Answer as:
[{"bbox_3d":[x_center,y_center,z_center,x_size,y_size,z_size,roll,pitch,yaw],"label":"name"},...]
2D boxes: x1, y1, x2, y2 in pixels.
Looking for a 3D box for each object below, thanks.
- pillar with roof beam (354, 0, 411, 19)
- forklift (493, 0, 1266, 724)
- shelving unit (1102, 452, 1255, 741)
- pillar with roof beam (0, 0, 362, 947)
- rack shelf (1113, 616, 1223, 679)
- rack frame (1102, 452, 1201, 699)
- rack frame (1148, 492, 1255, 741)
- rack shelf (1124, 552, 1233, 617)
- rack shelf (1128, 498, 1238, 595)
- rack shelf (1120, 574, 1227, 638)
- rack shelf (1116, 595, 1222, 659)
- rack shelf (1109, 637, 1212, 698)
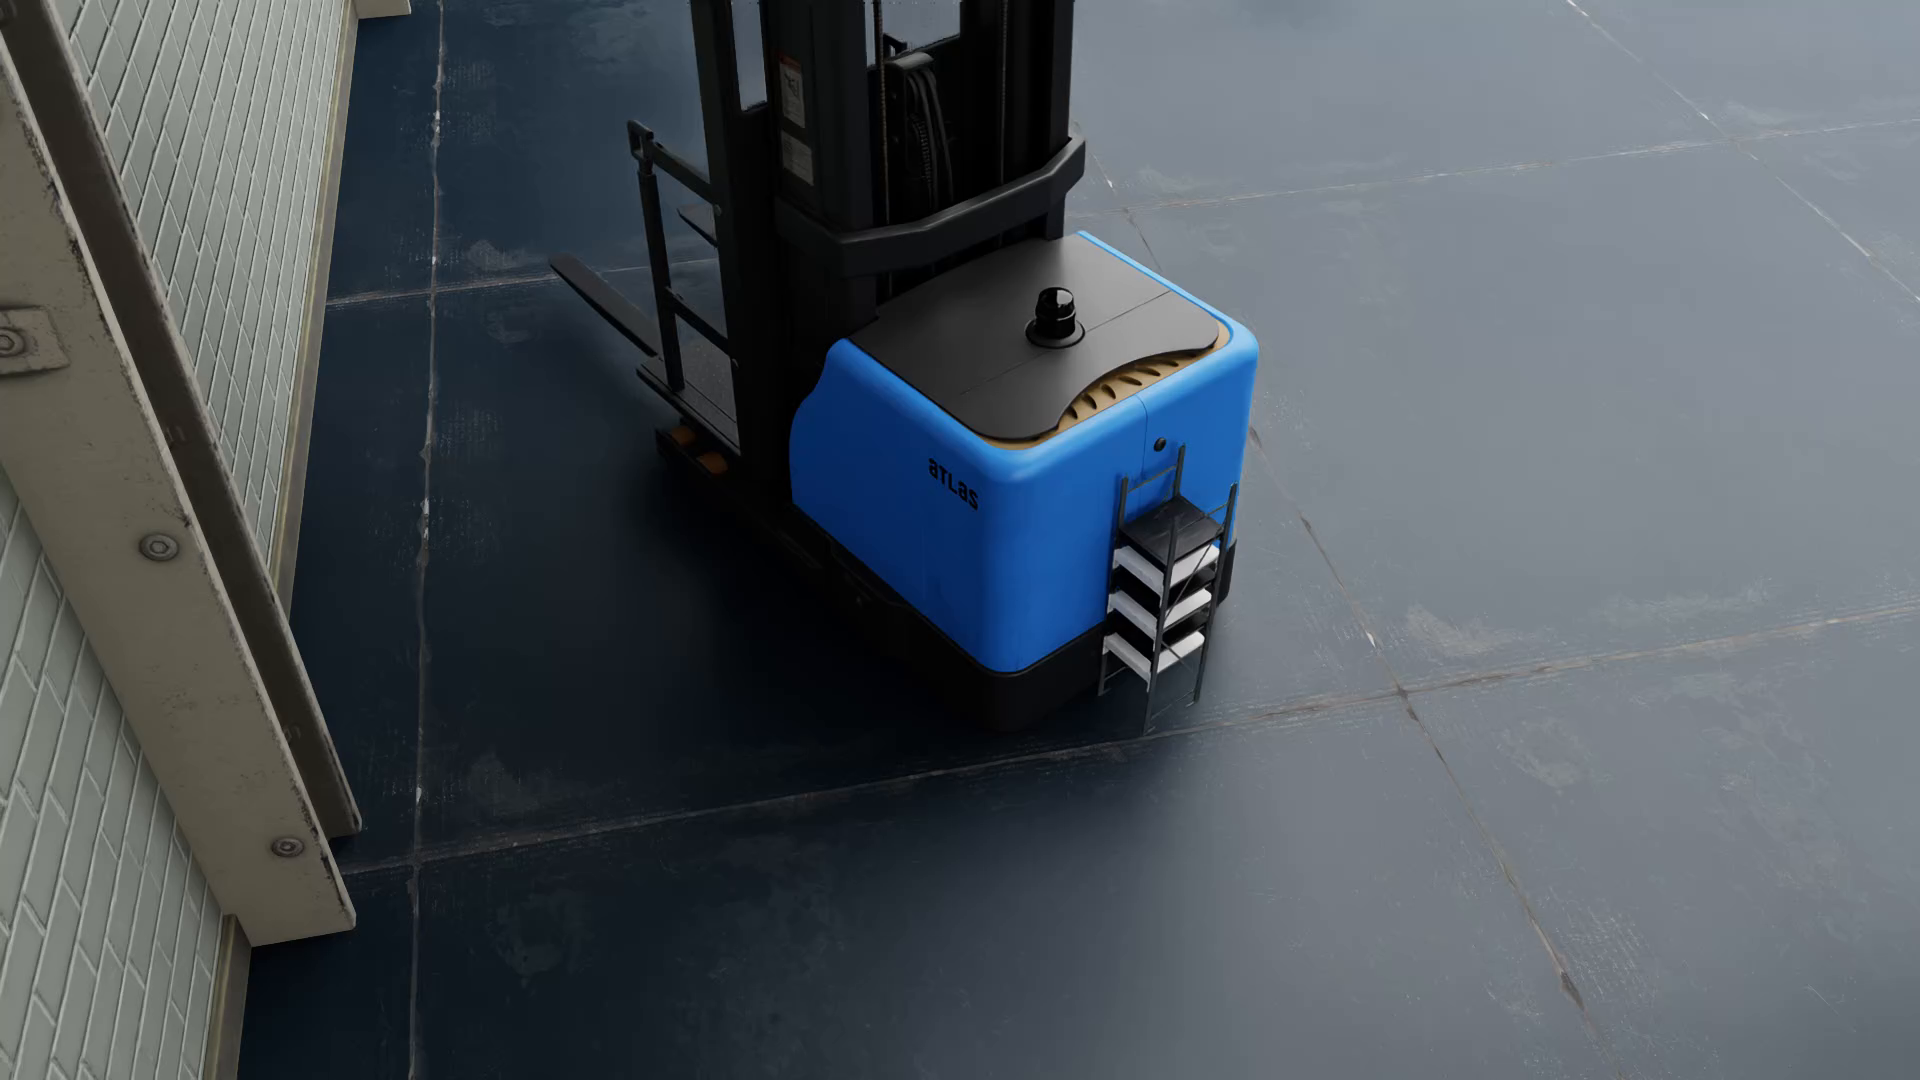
[{"bbox_3d":[1.059,-6.914,6.760,9.100,9.000,0.400,-8,42,-9],"label":"pillar with roof beam"},{"bbox_3d":[-0.500,-1.398,5.117,3.031,2.935,1.130,32,50,31],"label":"forklift"},{"bbox_3d":[0.623,0.183,4.855,0.258,0.900,0.210,-30,54,-29],"label":"shelving unit"},{"bbox_3d":[2.354,-3.025,2.379,9.100,9.000,0.400,-8,42,-9],"label":"pillar with roof beam"},{"bbox_3d":[0.616,0.270,4.943,0.258,0.077,0.200,-30,54,-29],"label":"rack shelf"},{"bbox_3d":[0.557,0.126,4.908,0.240,0.900,0.006,-30,54,-29],"label":"rack frame"},{"bbox_3d":[0.689,0.240,4.803,0.240,0.900,0.006,-30,54,-29],"label":"rack frame"},{"bbox_3d":[0.630,0.079,4.752,0.258,0.077,0.200,-30,54,-29],"label":"rack shelf"},{"bbox_3d":[0.635,0.016,4.688,0.258,0.077,0.200,-30,54,-29],"label":"rack shelf"},{"bbox_3d":[0.626,0.143,4.815,0.258,0.077,0.200,-30,54,-29],"label":"rack shelf"},{"bbox_3d":[0.621,0.206,4.879,0.258,0.077,0.200,-30,54,-29],"label":"rack shelf"},{"bbox_3d":[0.612,0.333,5.006,0.258,0.077,0.200,-30,54,-29],"label":"rack shelf"}]
